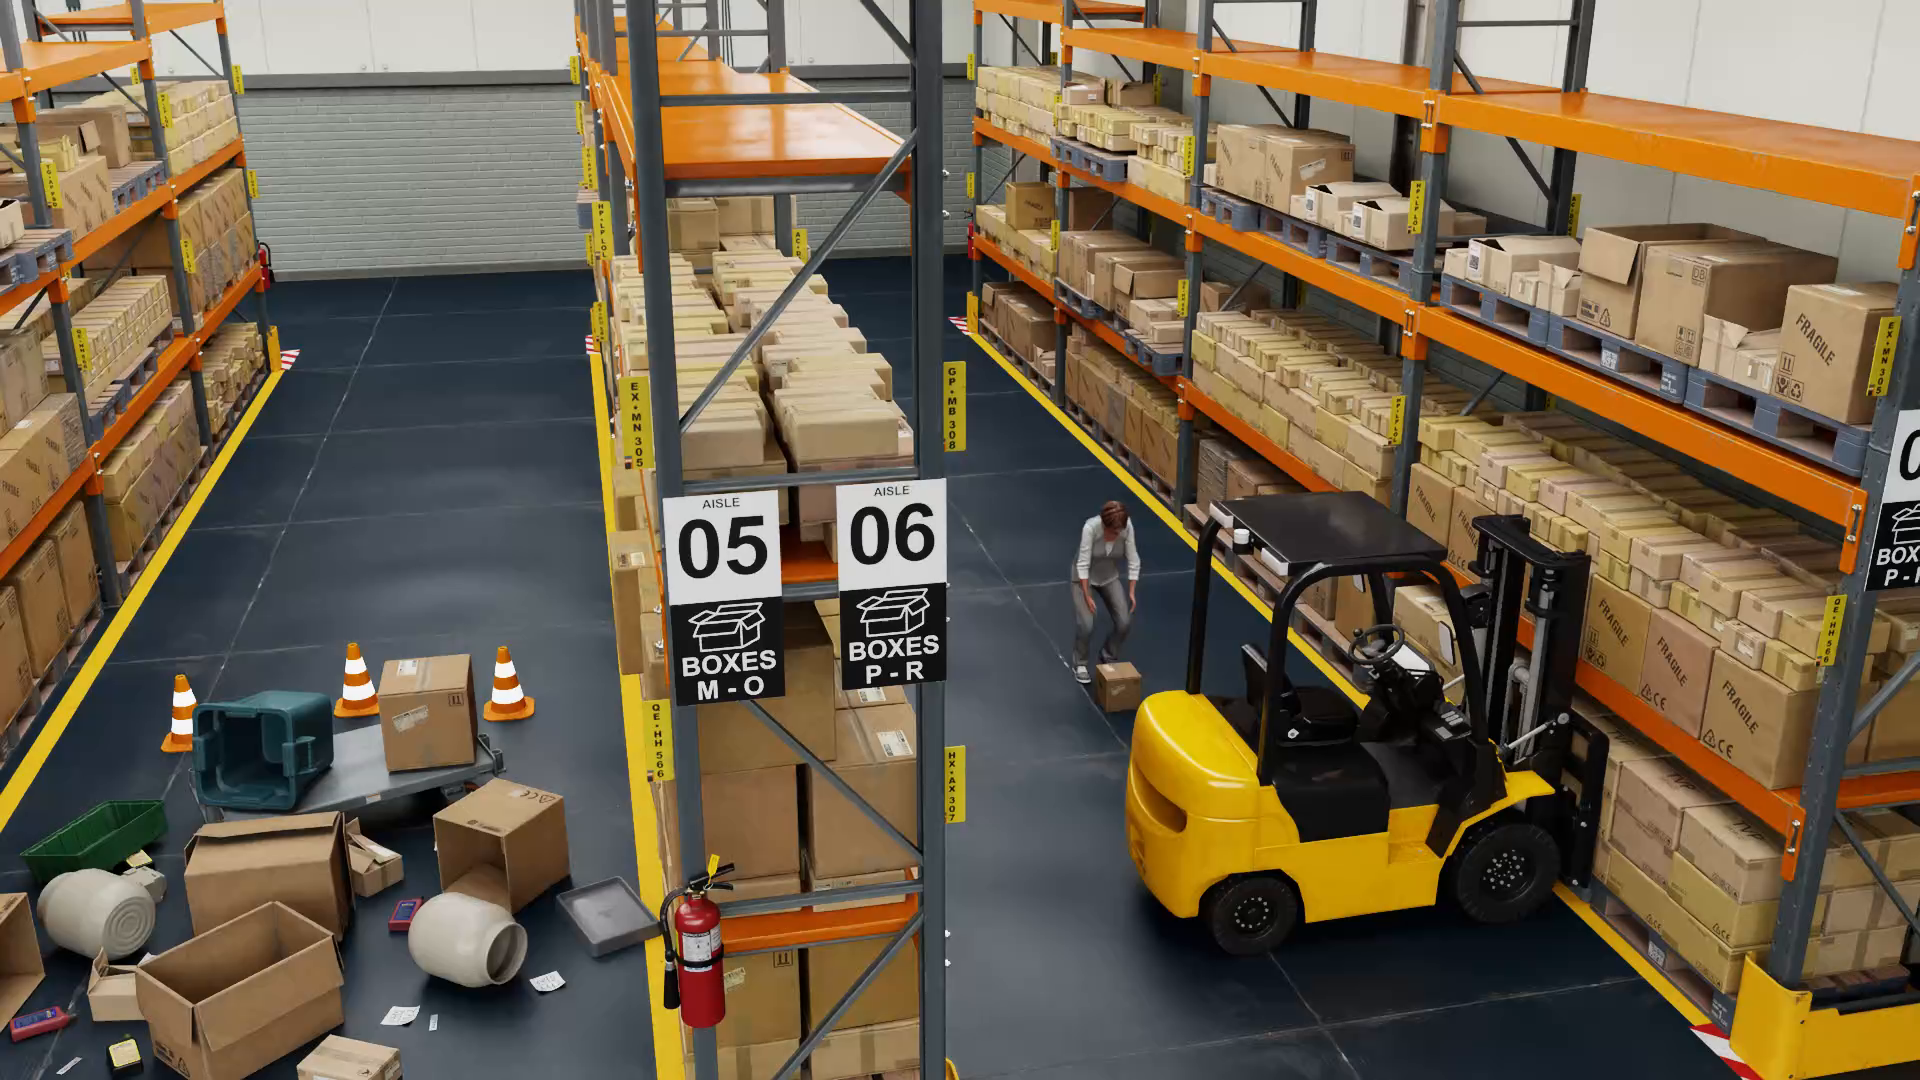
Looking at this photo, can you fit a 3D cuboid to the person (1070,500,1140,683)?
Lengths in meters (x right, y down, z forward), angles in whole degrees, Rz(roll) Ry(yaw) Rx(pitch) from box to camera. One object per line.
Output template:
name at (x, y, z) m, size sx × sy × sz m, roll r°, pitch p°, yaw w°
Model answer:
person at (1.020, 0.338, 11.729) m, size 0.458 × 1.385 × 0.581 m, roll -4°, pitch 20°, yaw -12°
